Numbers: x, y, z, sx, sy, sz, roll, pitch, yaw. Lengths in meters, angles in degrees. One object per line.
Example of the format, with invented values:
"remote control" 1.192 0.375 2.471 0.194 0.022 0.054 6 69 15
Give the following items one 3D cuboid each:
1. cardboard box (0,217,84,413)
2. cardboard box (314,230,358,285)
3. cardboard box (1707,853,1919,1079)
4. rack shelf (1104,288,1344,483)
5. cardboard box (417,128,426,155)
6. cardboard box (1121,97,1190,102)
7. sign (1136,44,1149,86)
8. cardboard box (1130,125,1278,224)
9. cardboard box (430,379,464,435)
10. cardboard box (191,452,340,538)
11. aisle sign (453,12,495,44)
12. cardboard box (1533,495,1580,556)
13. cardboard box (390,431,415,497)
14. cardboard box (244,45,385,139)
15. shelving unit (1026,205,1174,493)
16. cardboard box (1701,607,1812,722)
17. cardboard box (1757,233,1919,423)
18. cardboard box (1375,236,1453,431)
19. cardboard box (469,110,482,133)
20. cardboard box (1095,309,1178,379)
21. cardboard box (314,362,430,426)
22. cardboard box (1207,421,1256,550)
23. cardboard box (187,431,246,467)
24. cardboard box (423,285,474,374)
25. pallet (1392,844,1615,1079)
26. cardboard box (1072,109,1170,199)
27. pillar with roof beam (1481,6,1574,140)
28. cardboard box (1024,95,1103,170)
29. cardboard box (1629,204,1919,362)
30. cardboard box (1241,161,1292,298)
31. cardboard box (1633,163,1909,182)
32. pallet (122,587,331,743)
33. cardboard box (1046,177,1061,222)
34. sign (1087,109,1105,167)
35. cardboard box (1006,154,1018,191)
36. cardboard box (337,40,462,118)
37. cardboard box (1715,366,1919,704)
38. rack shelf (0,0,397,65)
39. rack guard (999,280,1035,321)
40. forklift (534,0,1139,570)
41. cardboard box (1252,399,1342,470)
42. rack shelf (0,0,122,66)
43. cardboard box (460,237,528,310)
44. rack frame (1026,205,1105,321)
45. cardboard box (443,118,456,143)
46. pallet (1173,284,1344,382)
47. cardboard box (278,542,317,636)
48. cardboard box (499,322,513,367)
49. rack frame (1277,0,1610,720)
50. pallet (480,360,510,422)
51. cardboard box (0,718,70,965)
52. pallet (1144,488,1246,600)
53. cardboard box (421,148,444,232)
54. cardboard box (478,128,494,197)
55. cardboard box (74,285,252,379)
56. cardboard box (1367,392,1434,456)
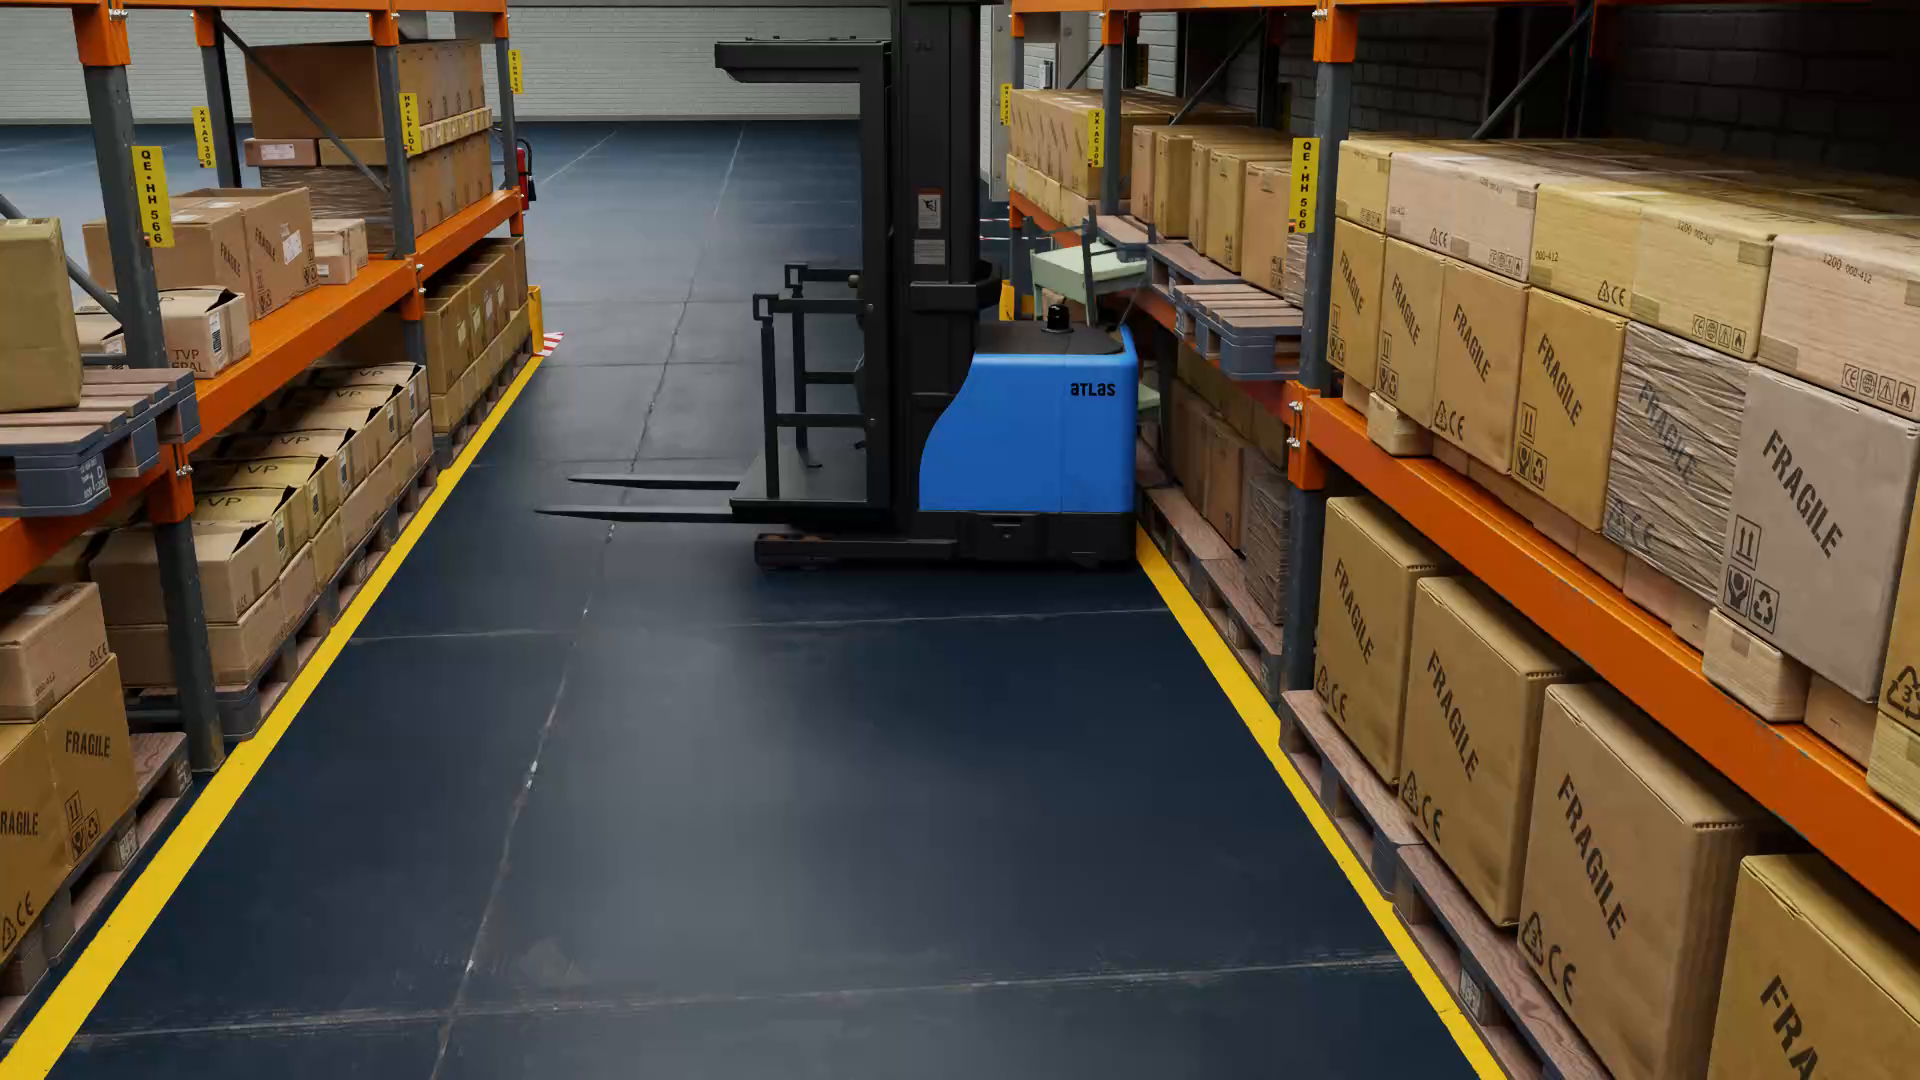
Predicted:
"cardboard box" -3.006 -0.653 4.880 0.700 0.500 0.500 -8 19 -24
"cardboard box" -3.323 -1.460 8.544 0.396 0.266 0.258 -2 18 -7
"cardboard box" 1.960 1.085 3.102 0.750 0.750 0.750 -2 17 -5
"rack shelf" 1.537 -0.995 8.041 1.077 0.370 4.000 -2 18 -6
"cardboard box" -3.514 -2.453 10.234 0.380 0.149 0.250 -2 18 -6
"cardboard box" 1.330 -2.834 11.661 0.500 0.500 0.500 -2 17 -5
"sign" 1.472 -3.841 13.442 0.100 0.325 0.005 -2 18 -6
"cardboard box" 1.349 -2.039 9.264 0.700 0.500 0.500 -2 18 -5
"cardboard box" -3.342 -0.816 10.159 0.500 0.250 0.500 -2 18 -6
"cardboard box" -3.058 -0.218 7.317 0.500 0.311 0.500 -2 18 -7
"aisle sign" -3.723 -4.241 12.838 0.394 0.787 0.004 -2 18 -6
"cardboard box" 1.716 -0.071 4.280 0.380 0.149 0.250 -2 18 -5
"cardboard box" -3.215 -0.403 8.844 0.500 0.250 0.500 -2 18 -6
"cardboard box" -3.648 -2.579 9.551 0.700 0.500 0.500 -2 18 -5
"shelving unit" 0.754 -0.973 8.930 0.431 1.500 0.755 -13 22 -16
"cardboard box" 1.722 0.237 3.299 0.380 0.149 0.250 -2 18 -6
"cardboard box" 1.810 -0.392 2.969 0.500 0.250 0.500 -1 17 -4
"cardboard box" 1.584 -0.633 4.989 0.500 0.500 0.500 -1 17 -4
"cardboard box" -3.725 -3.067 12.189 0.380 0.149 0.250 -2 18 -6
"cardboard box" 1.184 -1.260 11.121 0.500 0.500 0.500 -3 18 -10
"cardboard box" -3.269 -0.825 9.249 0.500 0.311 0.500 -2 18 -6
"cardboard box" 1.600 -0.277 7.991 0.700 0.500 0.500 -2 18 -6
"cardboard box" -3.641 -0.348 7.730 0.500 0.311 0.500 -1 17 -4
"cardboard box" -3.392 -1.323 10.521 0.500 0.500 0.500 -2 18 -6
"pallet" 1.872 1.188 4.542 1.003 0.211 1.213 -2 18 -6
"cardboard box" 0.974 -2.362 10.157 0.500 0.500 0.500 -2 18 -6
"pillar with roof beam" -1.812 -3.886 6.032 9.100 9.000 0.400 -2 18 -6
"cardboard box" 0.757 -2.969 12.091 0.500 0.500 0.500 -2 18 -7
"cardboard box" 1.758 -0.544 3.453 0.500 0.250 0.500 -1 17 -5
"cardboard box" 1.600 -1.306 6.927 0.700 0.500 0.500 -3 18 -11
"cardboard box" 2.148 -0.865 4.476 0.500 0.250 0.500 -2 18 -7
"pallet" -3.230 0.495 6.747 1.003 0.211 1.213 -2 18 -6
"cardboard box" 0.870 -2.302 11.220 0.500 0.250 0.500 -2 18 -6
"sign" 0.792 -2.328 9.641 0.100 0.325 0.005 -2 18 -6
"cardboard box" 0.653 -2.909 13.152 0.500 0.250 0.500 -2 18 -7
"cardboard box" -3.855 -3.177 11.455 0.700 0.500 0.500 -2 18 -5
"cardboard box" 1.795 -0.032 3.073 0.500 0.500 0.500 -2 18 -5
"rack shelf" -3.390 -2.272 7.101 1.077 0.370 4.000 -2 18 -6
"rack guard" 0.926 -1.911 13.929 1.175 0.500 0.348 -2 18 -6
"forklift" -0.625 -1.408 8.269 3.031 2.935 1.130 1 17 3
"cardboard box" 1.621 -0.502 7.457 0.500 0.250 0.500 -1 17 -5
"rack shelf" -2.977 -1.081 3.305 1.077 0.370 4.000 -2 18 -6
"cardboard box" -3.657 -2.068 12.893 0.500 0.500 0.500 -2 18 -6
"rack frame" 0.630 -1.083 9.257 0.400 1.500 0.023 -13 22 -16
"cardboard box" -3.618 -2.759 11.208 0.380 0.149 0.250 -2 18 -6
"pallet" 1.564 -0.860 6.730 1.213 0.211 1.003 -2 18 -6
"cardboard box" -2.998 0.208 6.896 0.500 0.250 0.500 -2 18 -7
"cardboard box" -3.543 -1.412 12.058 0.500 0.250 0.500 -2 18 -6
"rack frame" 1.743 -0.743 6.035 1.000 3.000 0.127 -2 18 -6
"pallet" -3.765 -1.053 11.677 1.003 0.211 1.213 -2 18 -6
"cardboard box" -2.800 0.820 4.497 0.500 0.500 0.500 -2 18 -8
"pallet" 1.542 -0.008 8.350 1.003 0.211 1.213 -2 18 -6
"cardboard box" -3.757 -2.267 10.722 0.700 0.500 0.500 -2 17 -5
"cardboard box" -3.973 -2.880 12.677 0.700 0.500 0.500 -2 18 -6
"cardboard box" -3.083 -0.819 6.425 0.500 0.311 0.500 -2 18 -6
"cardboard box" 1.508 -0.370 5.234 0.380 0.149 0.250 -1 17 -4
